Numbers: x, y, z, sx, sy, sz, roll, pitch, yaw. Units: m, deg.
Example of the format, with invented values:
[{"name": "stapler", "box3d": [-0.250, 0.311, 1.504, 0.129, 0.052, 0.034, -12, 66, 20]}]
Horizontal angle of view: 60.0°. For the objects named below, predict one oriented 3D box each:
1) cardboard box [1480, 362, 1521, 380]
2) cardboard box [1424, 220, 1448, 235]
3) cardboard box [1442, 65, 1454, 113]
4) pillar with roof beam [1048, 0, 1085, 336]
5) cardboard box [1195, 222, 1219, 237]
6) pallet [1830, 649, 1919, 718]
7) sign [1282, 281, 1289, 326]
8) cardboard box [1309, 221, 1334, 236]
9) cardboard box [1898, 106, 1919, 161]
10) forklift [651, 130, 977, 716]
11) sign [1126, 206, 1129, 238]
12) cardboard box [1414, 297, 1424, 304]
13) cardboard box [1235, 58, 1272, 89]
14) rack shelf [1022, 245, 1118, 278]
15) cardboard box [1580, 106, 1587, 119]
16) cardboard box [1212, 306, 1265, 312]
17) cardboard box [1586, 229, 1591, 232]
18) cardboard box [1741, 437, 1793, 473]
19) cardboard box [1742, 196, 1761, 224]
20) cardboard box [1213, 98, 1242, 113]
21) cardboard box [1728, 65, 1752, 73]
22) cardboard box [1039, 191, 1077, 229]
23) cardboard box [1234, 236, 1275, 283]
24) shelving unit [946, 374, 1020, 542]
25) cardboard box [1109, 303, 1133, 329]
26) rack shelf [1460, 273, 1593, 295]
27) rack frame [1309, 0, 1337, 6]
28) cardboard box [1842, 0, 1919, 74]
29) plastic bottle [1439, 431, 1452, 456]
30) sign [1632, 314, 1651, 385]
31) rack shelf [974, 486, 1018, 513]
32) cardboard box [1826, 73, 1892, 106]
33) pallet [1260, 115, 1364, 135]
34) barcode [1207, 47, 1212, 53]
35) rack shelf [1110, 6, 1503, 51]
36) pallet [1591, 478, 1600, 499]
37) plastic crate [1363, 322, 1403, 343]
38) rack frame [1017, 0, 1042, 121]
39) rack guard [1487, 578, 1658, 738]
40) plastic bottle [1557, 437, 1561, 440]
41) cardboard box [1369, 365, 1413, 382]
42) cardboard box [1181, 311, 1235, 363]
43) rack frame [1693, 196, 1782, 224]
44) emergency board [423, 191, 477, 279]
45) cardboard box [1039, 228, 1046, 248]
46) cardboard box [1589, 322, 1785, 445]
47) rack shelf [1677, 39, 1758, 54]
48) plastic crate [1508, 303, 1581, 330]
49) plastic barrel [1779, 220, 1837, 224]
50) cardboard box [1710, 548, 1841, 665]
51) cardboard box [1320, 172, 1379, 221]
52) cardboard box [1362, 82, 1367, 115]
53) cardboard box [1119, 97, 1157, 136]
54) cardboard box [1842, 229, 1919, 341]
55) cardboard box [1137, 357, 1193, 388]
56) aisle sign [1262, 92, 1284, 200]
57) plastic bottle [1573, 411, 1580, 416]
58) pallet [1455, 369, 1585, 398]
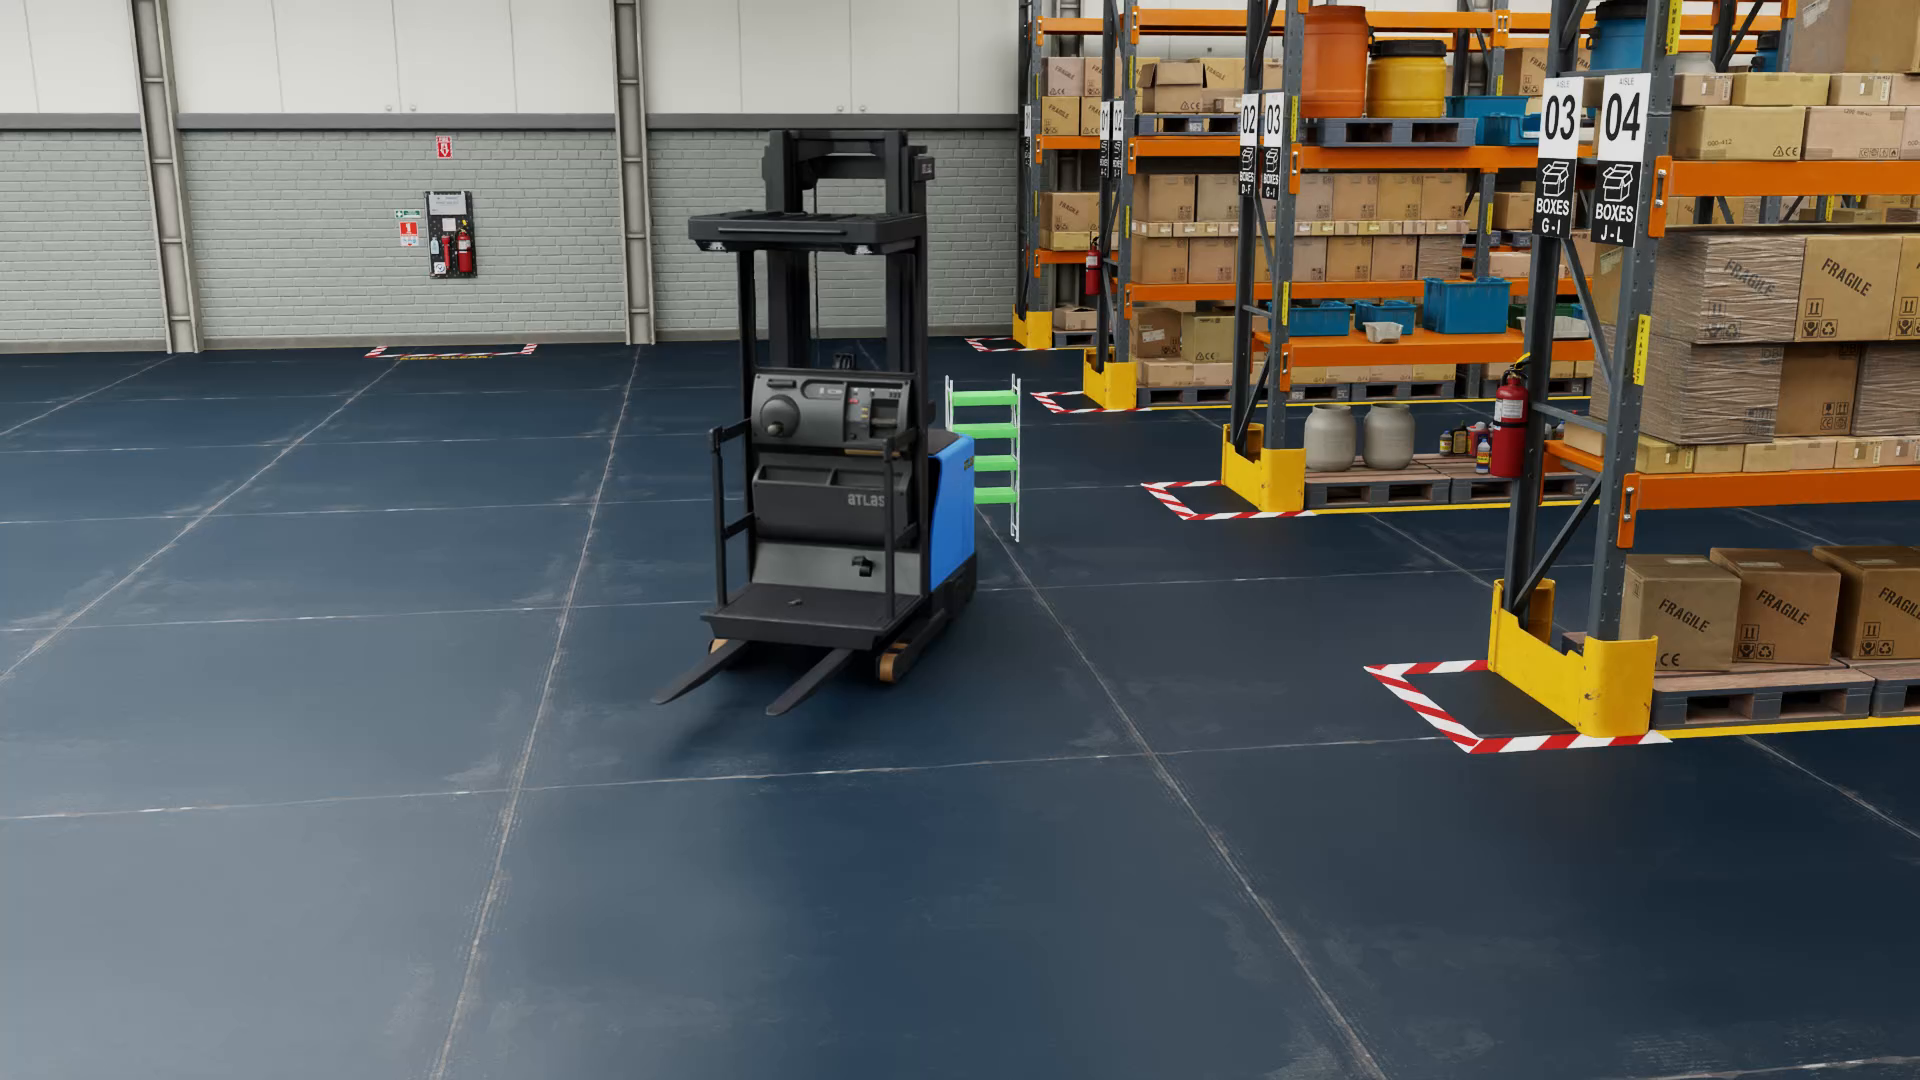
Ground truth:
[{"name": "cardboard box", "box3d": [6.059, -1.963, 18.674, 0.500, 0.250, 0.500, -2, 14, -10]}, {"name": "cardboard box", "box3d": [5.142, -3.432, 18.200, 0.250, 0.149, 0.380, -2, 14, -9]}, {"name": "cardboard box", "box3d": [5.086, -4.959, 18.305, 0.500, 0.500, 0.500, -1, 14, -4]}, {"name": "pillar with roof beam", "box3d": [2.131, -6.293, 18.814, 0.400, 9.000, 9.100, -2, 14, -8]}, {"name": "cardboard box", "box3d": [2.596, -3.338, 17.826, 0.250, 0.149, 0.380, -2, 14, -8]}, {"name": "pallet", "box3d": [5.228, 0.675, 9.096, 1.213, 0.211, 1.003, -2, 14, -8]}, {"name": "sign", "box3d": [2.480, -1.804, 12.678, 0.005, 0.325, 0.100, -2, 14, -8]}, {"name": "cardboard box", "box3d": [3.869, -3.384, 18.010, 0.250, 0.149, 0.380, -2, 14, -6]}, {"name": "cardboard box", "box3d": [4.655, -1.985, 8.113, 0.500, 0.250, 0.500, -2, 14, -9]}, {"name": "forklift", "box3d": [-0.784, -0.743, 9.160, 1.130, 2.935, 3.031, 4, 15, 15]}, {"name": "sign", "box3d": [1.745, -3.318, 17.343, 0.005, 0.325, 0.100, -2, 14, -8]}, {"name": "cardboard box", "box3d": [6.621, -3.401, 23.851, 0.500, 0.500, 0.700, -2, 14, -8]}, {"name": "cardboard box", "box3d": [3.884, -6.222, 22.397, 0.500, 0.500, 0.500, -1, 14, -5]}, {"name": "rack shelf", "box3d": [2.904, -3.908, 23.119, 4.000, 0.370, 1.077, -2, 14, -8]}, {"name": "cardboard box", "box3d": [6.777, -4.765, 18.334, 0.500, 0.250, 0.500, -4, 15, -14]}, {"name": "cardboard box", "box3d": [3.141, -2.358, 18.705, 0.500, 0.500, 0.500, -2, 14, -8]}, {"name": "cardboard box", "box3d": [7.402, -3.248, 18.801, 0.500, 0.500, 0.500, -2, 14, -8]}, {"name": "cardboard box", "box3d": [3.957, -0.451, 8.372, 0.250, 0.149, 0.380, -2, 14, -8]}, {"name": "cardboard box", "box3d": [11.373, -4.708, 23.969, 0.500, 0.500, 0.500, -2, 14, -8]}, {"name": "cardboard box", "box3d": [2.858, -4.598, 17.590, 0.250, 0.149, 0.380, -2, 14, -8]}, {"name": "cardboard box", "box3d": [11.359, -6.676, 23.859, 0.500, 0.250, 0.500, -3, 14, -10]}, {"name": "cardboard box", "box3d": [1.361, -4.554, 22.939, 0.500, 0.500, 0.500, -2, 14, -9]}, {"name": "cardboard box", "box3d": [3.142, -3.093, 18.181, 0.500, 0.500, 0.700, -2, 14, -8]}, {"name": "shelving unit", "box3d": [0.164, -0.588, 12.100, 0.503, 1.200, 0.258, -2, 14, -8]}, {"name": "cardboard box", "box3d": [2.188, -3.118, 23.112, 0.500, 0.311, 0.500, -1, 14, -4]}, {"name": "rack shelf", "box3d": [7.601, -2.862, 18.946, 4.000, 0.370, 1.077, -2, 14, -8]}, {"name": "rack frame", "box3d": [4.882, -7.240, 22.591, 0.127, 3.000, 1.000, -2, 14, -8]}, {"name": "cardboard box", "box3d": [4.649, -2.489, 7.971, 0.500, 0.500, 0.500, -2, 14, -9]}, {"name": "plastic bottle", "box3d": [4.153, -0.830, 14.213, 0.097, 0.201, 0.097, 0, 14, 0]}, {"name": "sign", "box3d": [3.221, -0.900, 7.864, 0.005, 0.325, 0.100, -2, 14, -8]}, {"name": "rack shelf", "box3d": [0.164, -0.293, 12.174, 0.480, 0.148, 0.258, -2, 14, -8]}, {"name": "cardboard box", "box3d": [4.229, -2.158, 7.983, 0.250, 0.149, 0.380, -2, 14, -6]}, {"name": "pallet", "box3d": [3.580, -4.470, 17.894, 1.213, 0.211, 1.003, -2, 14, -8]}, {"name": "barcode", "box3d": [3.443, -6.759, 22.936, 0.075, 0.075, 0.001, -2, 14, -8]}, {"name": "rack shelf", "box3d": [3.646, -5.433, 17.687, 4.000, 0.370, 1.077, -2, 14, -8]}, {"name": "pallet", "box3d": [5.688, -0.580, 14.100, 1.213, 0.211, 1.003, -2, 14, -8]}, {"name": "plastic crate", "box3d": [3.335, -1.629, 13.093, 0.250, 0.136, 0.298, -2, 14, -8]}, {"name": "rack frame", "box3d": [0.927, -7.095, 22.013, 0.127, 3.000, 1.000, -2, 14, -8]}, {"name": "rack guard", "box3d": [3.216, 0.599, 8.805, 0.348, 0.500, 1.175, -2, 14, -8]}, {"name": "plastic bottle", "box3d": [4.880, -0.706, 13.575, 0.097, 0.271, 0.097, 0, 14, 0]}, {"name": "cardboard box", "box3d": [4.702, -1.923, 18.514, 0.500, 0.250, 0.500, -2, 14, -8]}, {"name": "cardboard box", "box3d": [2.726, -2.212, 18.122, 0.500, 0.500, 0.500, -2, 14, -8]}, {"name": "rack frame", "box3d": [6.358, -1.947, 13.818, 0.127, 3.000, 1.000, -2, 14, -8]}, {"name": "emergency board", "box3d": [-6.892, -4.120, 22.486, 0.643, 1.169, 0.194, -2, 14, -8]}, {"name": "cardboard box", "box3d": [1.360, -4.185, 23.012, 0.500, 0.250, 0.500, -2, 14, -7]}, {"name": "cardboard box", "box3d": [3.688, -0.817, 8.494, 0.500, 0.500, 0.875, -2, 14, -8]}, {"name": "rack shelf", "box3d": [10.815, -6.914, 23.594, 4.000, 0.370, 1.077, -2, 14, -8]}, {"name": "plastic crate", "box3d": [4.974, -1.863, 13.918, 0.662, 0.188, 0.450, -2, 14, -8]}, {"name": "plastic barrel", "box3d": [6.785, -2.131, 13.522, 0.708, 0.901, 0.600, -2, 14, -8]}, {"name": "cardboard box", "box3d": [4.346, 0.350, 8.936, 0.500, 0.500, 0.500, 2, 14, 6]}, {"name": "cardboard box", "box3d": [4.191, -3.762, 18.183, 0.500, 0.500, 0.700, -2, 14, -8]}, {"name": "cardboard box", "box3d": [5.435, -6.038, 22.894, 0.500, 0.500, 0.500, 0, 14, 0]}, {"name": "cardboard box", "box3d": [2.344, -5.681, 22.294, 0.500, 0.500, 0.500, -1, 14, -6]}, {"name": "cardboard box", "box3d": [4.715, -1.277, 8.277, 0.500, 0.500, 0.500, -2, 14, -8]}, {"name": "cardboard box", "box3d": [2.232, -1.829, 18.139, 0.500, 0.250, 0.500, -2, 14, -8]}, {"name": "aisle sign", "box3d": [2.375, -2.990, 12.632, 0.004, 0.787, 0.394, -2, 14, -8]}, {"name": "plastic bottle", "box3d": [5.311, -0.939, 14.341, 0.185, 0.351, 0.144, -3, 14, -11]}, {"name": "pallet", "box3d": [6.346, -1.822, 19.053, 1.213, 0.211, 1.003, -2, 14, -8]}]
